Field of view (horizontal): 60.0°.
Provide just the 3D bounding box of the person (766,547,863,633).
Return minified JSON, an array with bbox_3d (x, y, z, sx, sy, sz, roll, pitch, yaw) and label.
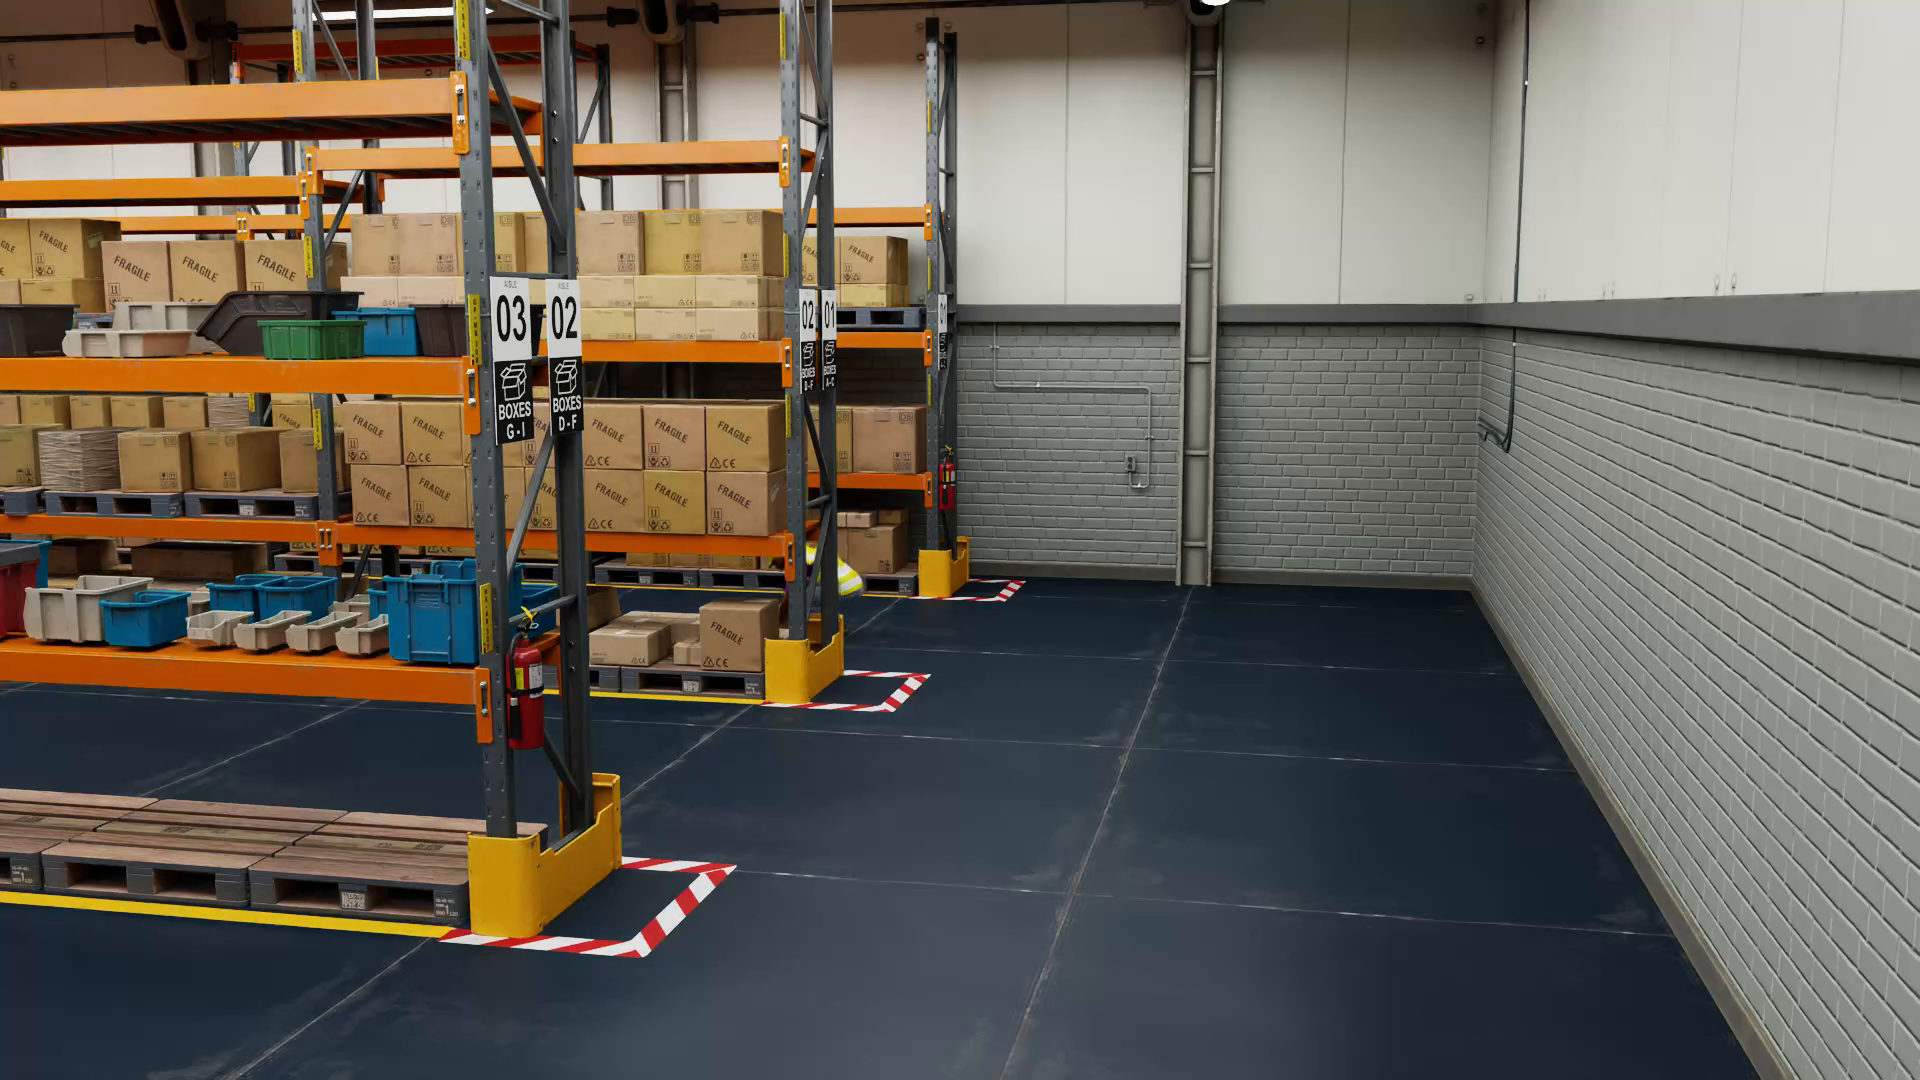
[{"bbox_3d":[-1.380,0.453,15.625,0.897,0.902,0.565,2,8,11],"label":"person"}]
